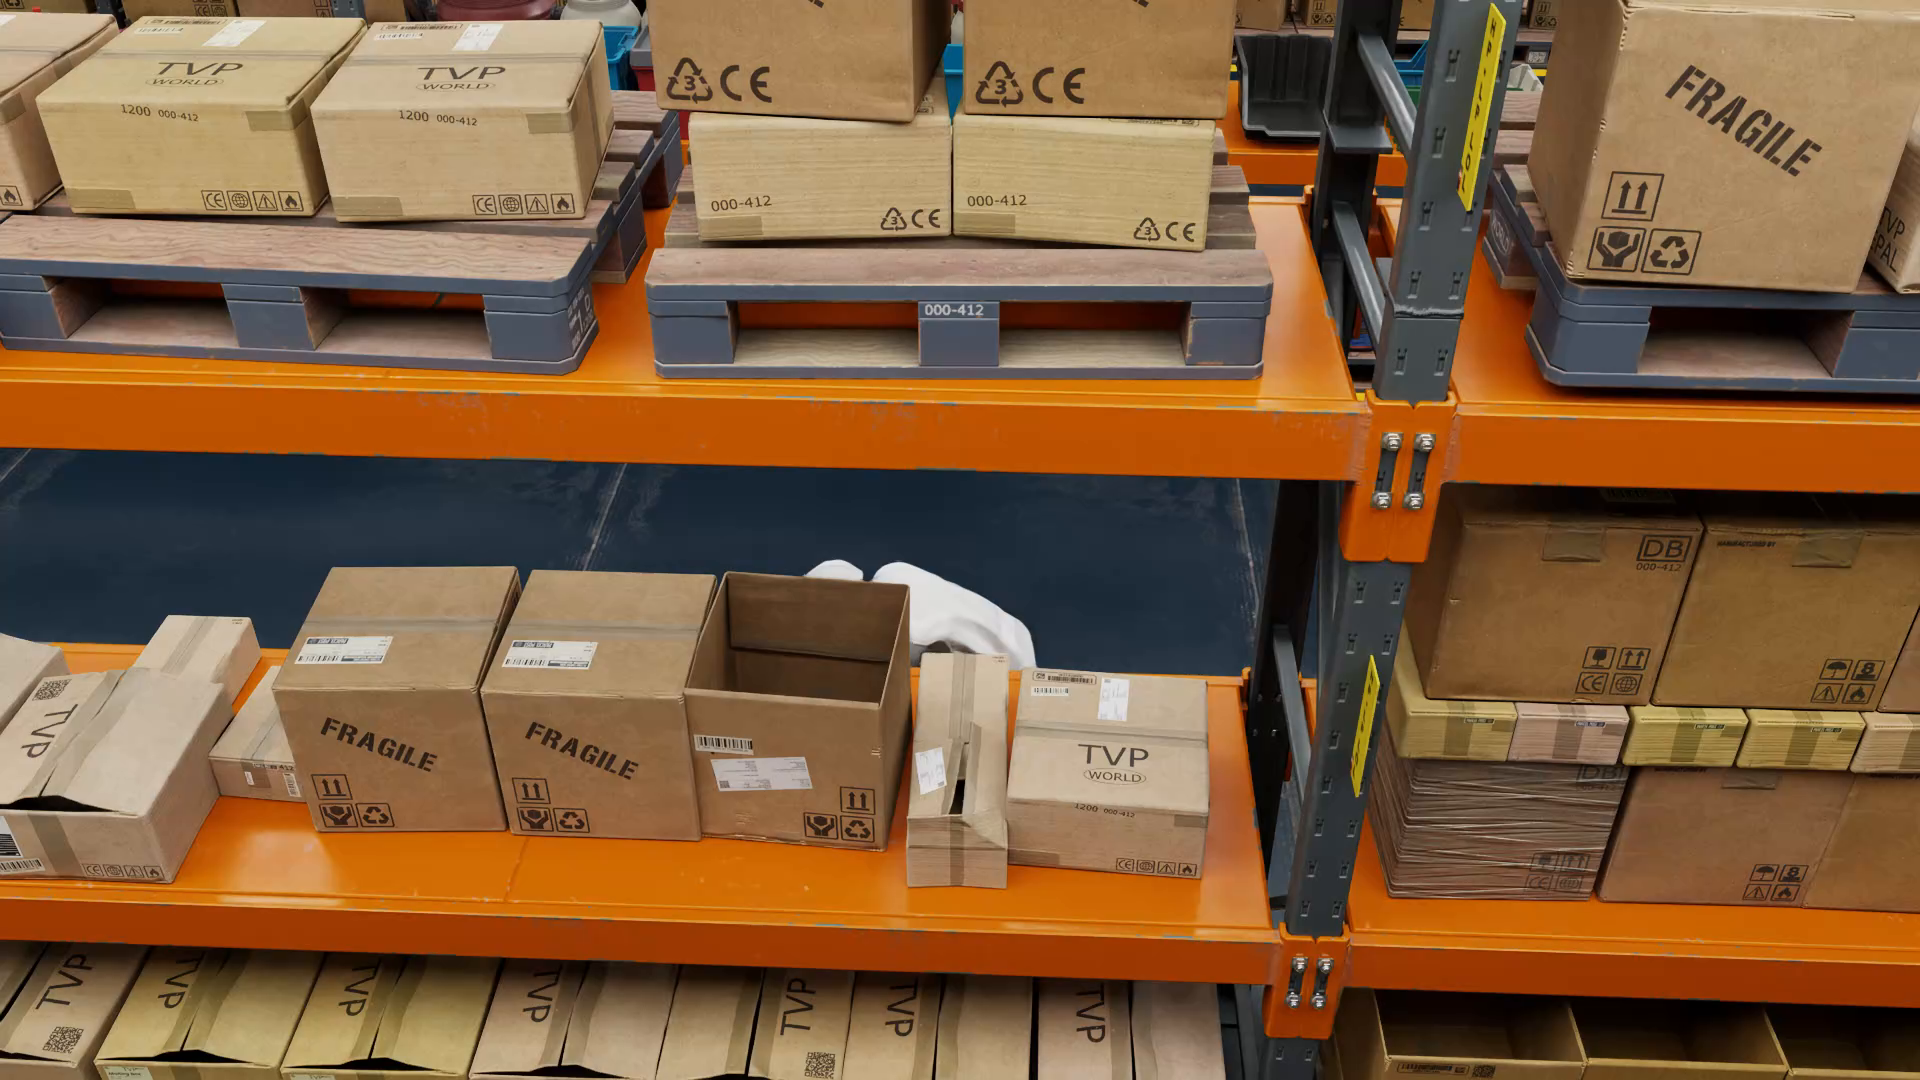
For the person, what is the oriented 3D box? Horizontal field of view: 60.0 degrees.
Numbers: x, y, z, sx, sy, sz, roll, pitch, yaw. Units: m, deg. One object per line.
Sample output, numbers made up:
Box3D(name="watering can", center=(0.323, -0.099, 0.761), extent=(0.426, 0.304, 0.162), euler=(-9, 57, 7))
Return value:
Box3D(name="person", center=(-0.174, 0.464, 6.169), extent=(0.880, 0.991, 0.565), euler=(1, 35, 2))
